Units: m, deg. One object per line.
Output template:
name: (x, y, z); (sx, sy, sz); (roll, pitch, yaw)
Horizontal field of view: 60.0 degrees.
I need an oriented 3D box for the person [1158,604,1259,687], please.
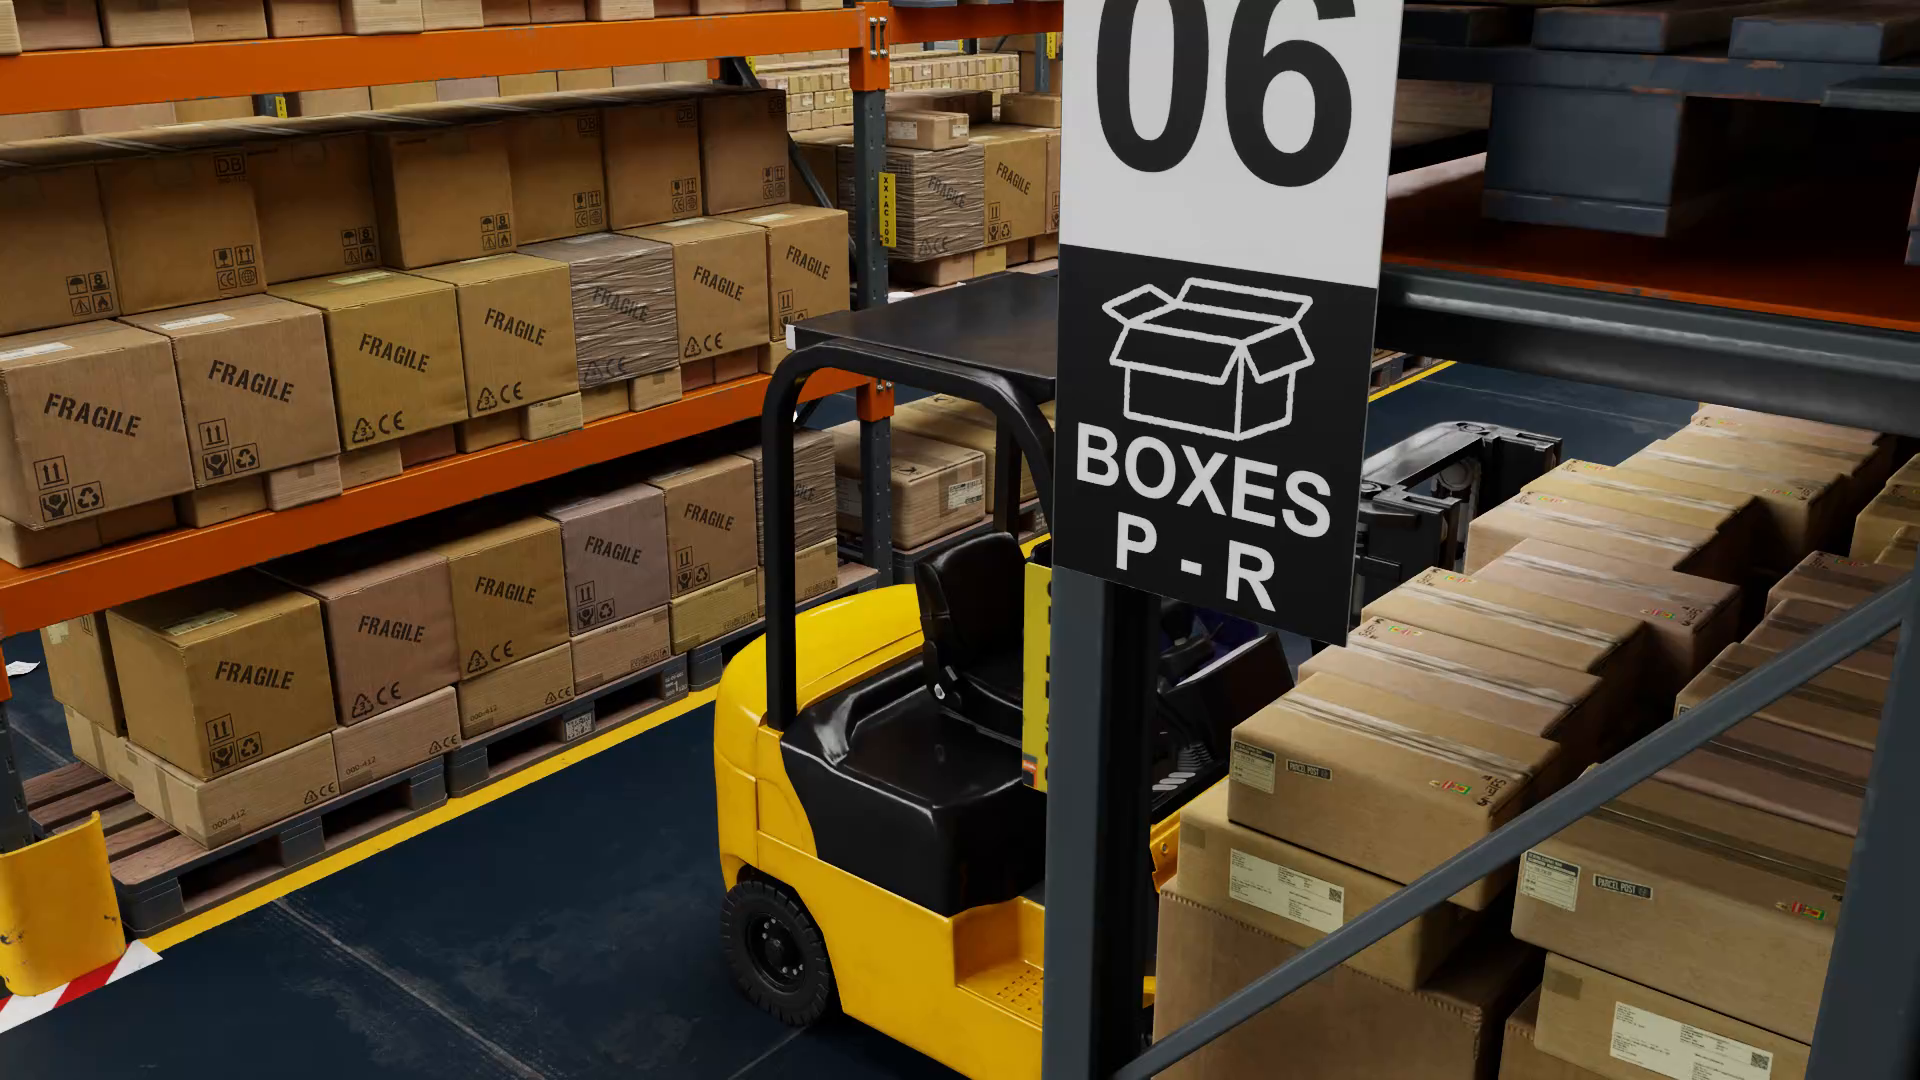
person: (0.901, 0.079, 6.418); (0.461, 1.642, 0.663); (-10, 23, -26)
